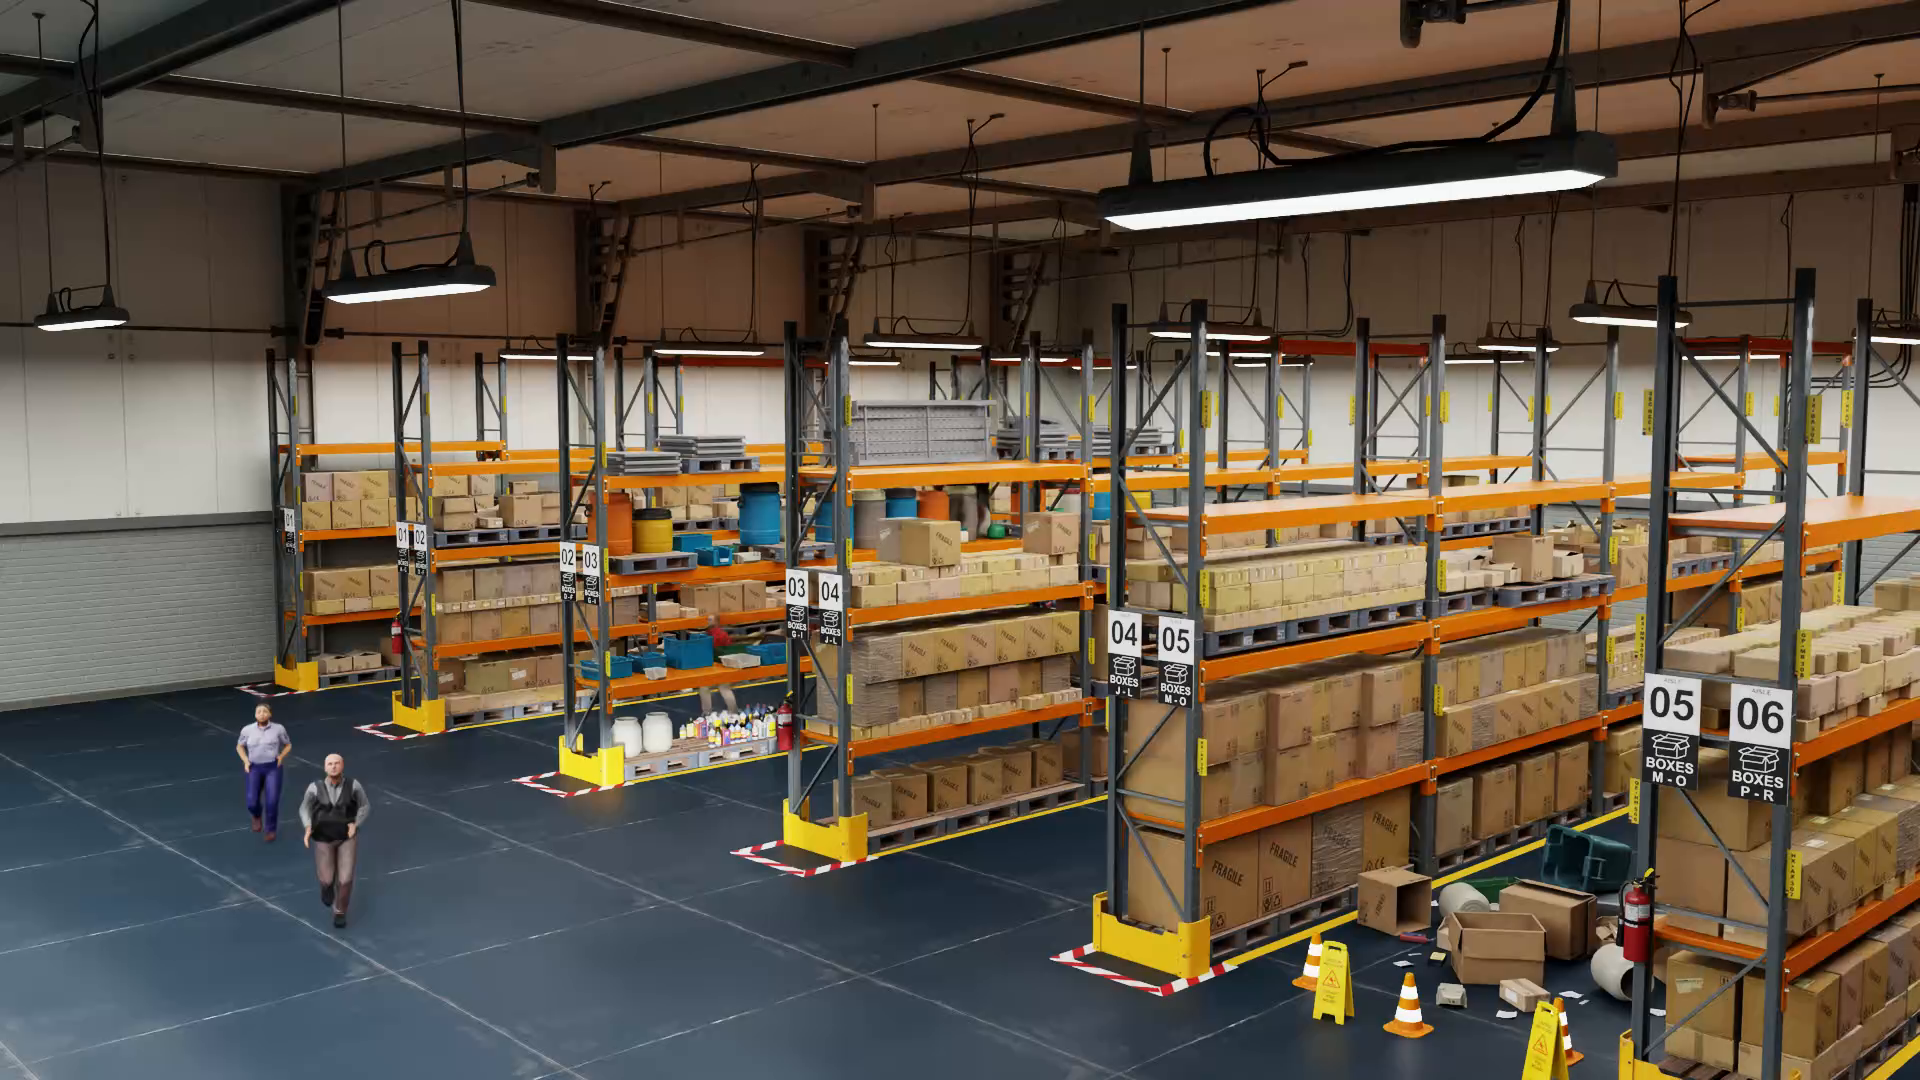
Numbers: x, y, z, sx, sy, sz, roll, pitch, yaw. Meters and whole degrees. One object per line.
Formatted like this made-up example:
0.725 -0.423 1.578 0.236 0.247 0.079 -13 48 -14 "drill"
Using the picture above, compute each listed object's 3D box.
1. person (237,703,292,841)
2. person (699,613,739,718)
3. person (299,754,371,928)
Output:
-8.092 2.694 19.354 0.603 1.597 0.568 -2 5 -19 "person"
-3.825 2.058 26.276 0.626 1.804 0.785 4 7 41 "person"
-6.118 2.929 16.301 0.660 1.683 0.585 -2 5 -20 "person"
